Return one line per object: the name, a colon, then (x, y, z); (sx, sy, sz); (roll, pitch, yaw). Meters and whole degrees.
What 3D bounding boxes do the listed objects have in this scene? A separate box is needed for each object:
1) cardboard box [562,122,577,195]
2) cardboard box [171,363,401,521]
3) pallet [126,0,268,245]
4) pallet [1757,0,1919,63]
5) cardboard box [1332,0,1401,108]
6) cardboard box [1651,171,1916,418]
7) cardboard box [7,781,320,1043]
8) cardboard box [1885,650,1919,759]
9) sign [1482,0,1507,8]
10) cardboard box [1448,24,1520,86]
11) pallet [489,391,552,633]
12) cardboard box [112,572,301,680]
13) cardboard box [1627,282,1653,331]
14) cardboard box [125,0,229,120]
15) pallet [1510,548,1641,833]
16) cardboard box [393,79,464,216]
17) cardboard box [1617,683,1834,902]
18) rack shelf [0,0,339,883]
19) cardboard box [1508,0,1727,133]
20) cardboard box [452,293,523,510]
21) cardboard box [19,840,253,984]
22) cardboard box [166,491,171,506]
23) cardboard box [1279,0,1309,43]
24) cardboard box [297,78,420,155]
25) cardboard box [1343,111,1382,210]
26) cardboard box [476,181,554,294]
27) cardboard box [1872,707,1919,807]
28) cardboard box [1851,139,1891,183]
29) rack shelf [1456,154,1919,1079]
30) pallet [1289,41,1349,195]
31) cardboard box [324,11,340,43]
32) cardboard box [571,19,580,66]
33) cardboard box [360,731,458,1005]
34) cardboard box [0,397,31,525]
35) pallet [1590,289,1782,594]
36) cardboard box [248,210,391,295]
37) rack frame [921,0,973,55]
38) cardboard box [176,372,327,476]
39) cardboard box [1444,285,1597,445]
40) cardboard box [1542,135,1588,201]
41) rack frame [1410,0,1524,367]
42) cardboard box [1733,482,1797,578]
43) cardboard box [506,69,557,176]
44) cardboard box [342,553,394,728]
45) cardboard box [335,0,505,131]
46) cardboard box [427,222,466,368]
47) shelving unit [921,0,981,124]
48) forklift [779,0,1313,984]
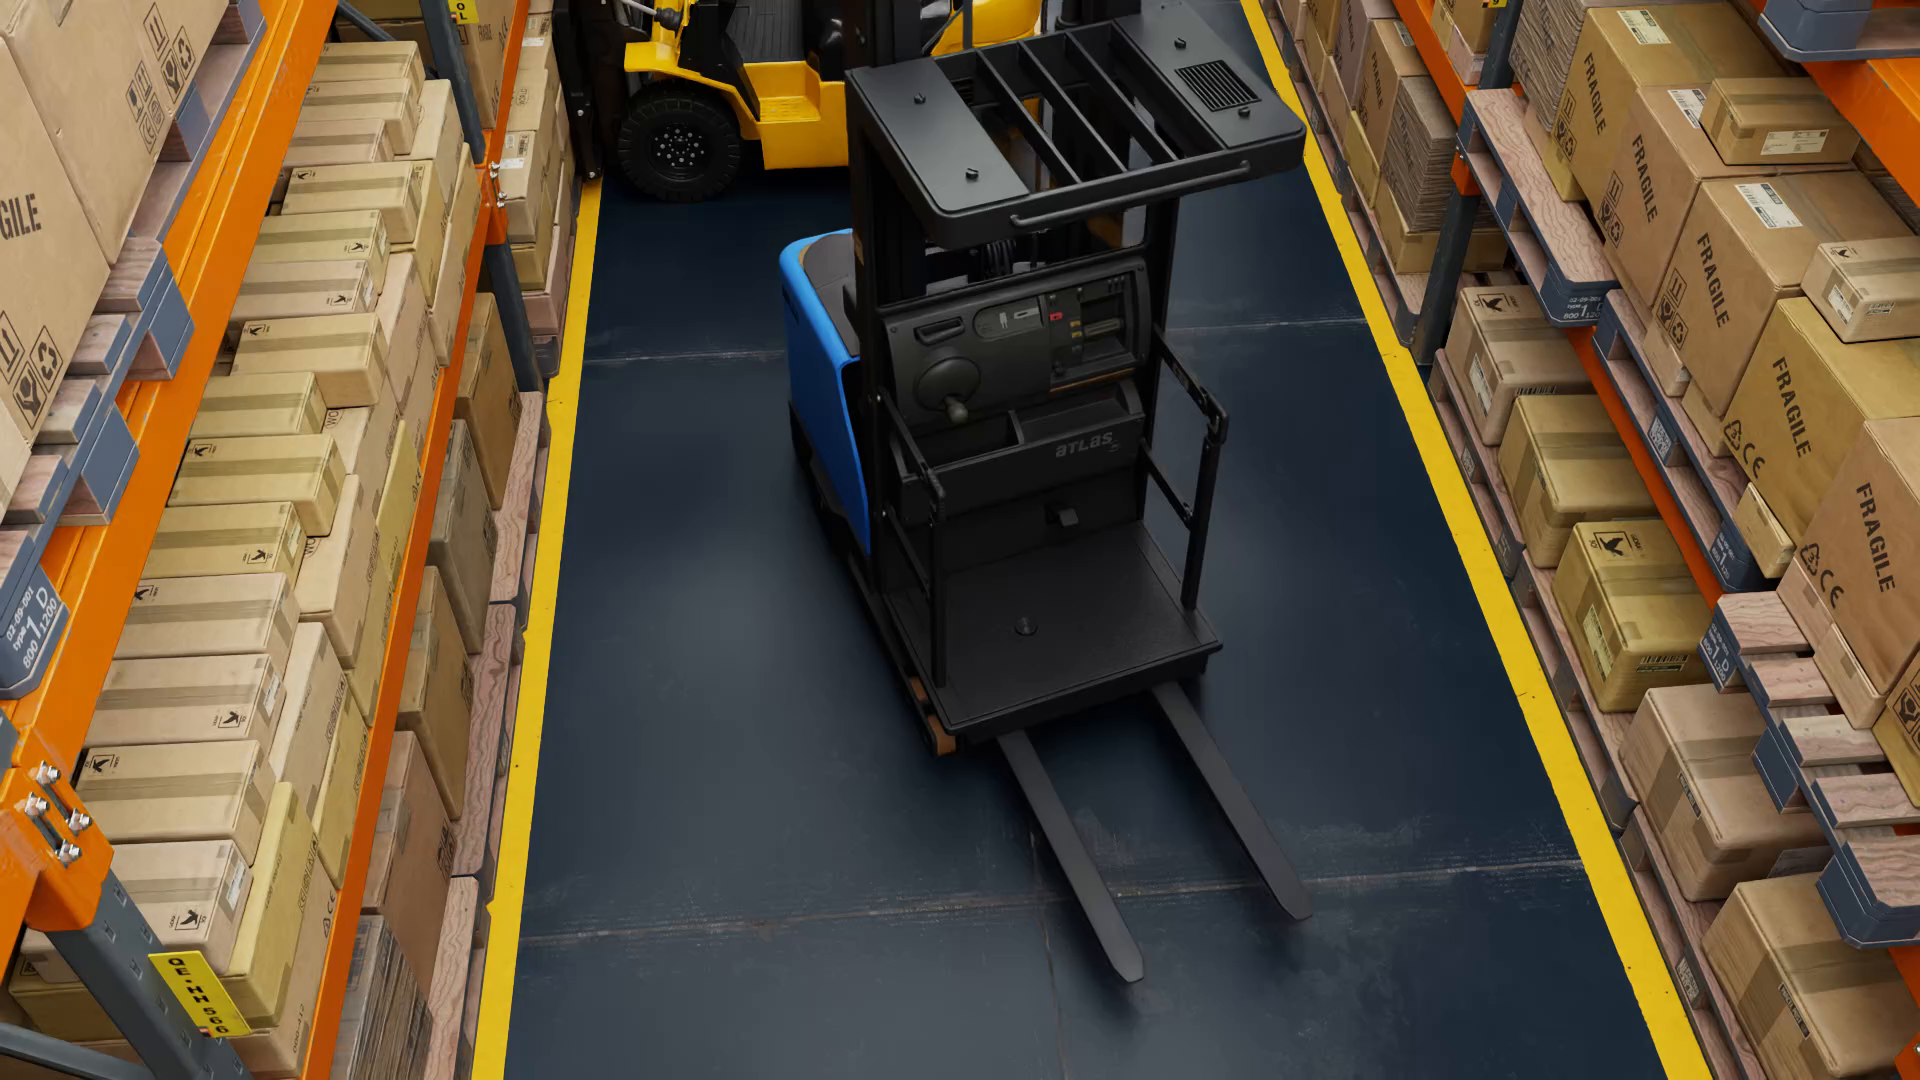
cardboard box: (-2.180, -1.902, 8.226); (0.500, 0.250, 0.500); (-3, 47, -3)
cardboard box: (-1.947, -0.268, 4.833); (0.500, 0.250, 0.500); (-3, 47, -3)
pallet: (-2.261, -0.963, 3.796); (1.003, 0.211, 1.213); (-2, 47, -1)
pallet: (2.628, -1.664, 4.460); (1.213, 0.211, 1.003); (-3, 47, -3)
cardboard box: (2.187, -2.506, 8.282); (0.500, 0.500, 0.500); (-1, 47, -1)
cardboard box: (2.470, -0.733, 4.951); (0.500, 0.500, 0.500); (-5, 47, -5)
cardboard box: (-1.787, 0.841, 3.783); (0.500, 0.250, 0.500); (-4, 47, -3)
cardboard box: (2.612, 0.401, 3.878); (0.500, 0.500, 0.500); (-5, 47, -4)
sign: (2.053, -2.159, 6.269); (0.100, 0.325, 0.005); (-3, 47, -3)
cardboard box: (2.262, -2.028, 6.914); (0.380, 0.149, 0.250); (-4, 47, -4)
pallet: (-2.253, -0.106, 6.842); (1.003, 0.211, 1.213); (-3, 47, -3)
cardboard box: (-1.857, 0.227, 4.090); (0.380, 0.149, 0.250); (-3, 47, -3)
cardboard box: (2.435, -0.790, 5.452); (0.380, 0.149, 0.250); (-3, 47, -3)
cardboard box: (-1.921, -1.222, 3.485); (0.500, 0.500, 0.500); (-2, 47, -2)
pallet: (2.765, 0.507, 6.261); (1.003, 0.211, 1.213); (-3, 47, -3)
cardboard box: (-2.057, -1.376, 5.883); (0.500, 0.250, 0.500); (-4, 47, -4)
cardboard box: (2.820, 0.810, 5.574); (0.950, 0.372, 0.625); (-4, 47, -4)
rack shelf: (-2.186, -0.933, 4.133); (1.077, 0.370, 4.000); (-3, 47, -3)
cardboard box: (2.346, -1.824, 5.986); (0.500, 0.500, 0.500); (-2, 47, -2)
cardboard box: (-2.298, -0.547, 6.685); (0.875, 0.625, 0.625); (-2, 47, -2)
cardboard box: (-1.752, 0.792, 3.554); (0.380, 0.149, 0.250); (-2, 47, -2)
cardboard box: (-2.451, -0.227, 4.794); (0.500, 0.250, 0.500); (-4, 47, -4)
cardboard box: (2.085, -3.023, 9.288); (0.500, 0.250, 0.500); (-2, 47, -2)
cardboard box: (-2.064, -1.434, 5.663); (0.380, 0.149, 0.250); (-4, 47, -4)
cardboard box: (2.221, -1.895, 8.220); (0.500, 0.250, 0.500); (-5, 47, -4)
cardboard box: (-2.086, -1.335, 7.345); (0.500, 0.250, 0.500); (-4, 47, -3)
cardboard box: (2.571, 0.524, 4.209); (0.380, 0.149, 0.250); (-3, 47, -3)
cardboard box: (2.940, -1.128, 5.326); (0.500, 0.500, 0.500); (-2, 47, -2)
rack shelf: (2.760, -0.206, 5.511); (1.077, 0.370, 4.000); (-3, 47, -3)
pallet: (2.396, -2.310, 8.929); (1.003, 0.211, 1.213); (-3, 47, -3)
cardboard box: (-2.660, -1.939, 6.588); (0.500, 0.500, 0.500); (-4, 47, -4)
cardboard box: (-2.202, -2.429, 8.382); (0.500, 0.250, 0.500); (-4, 47, -3)
cardboard box: (-2.120, 1.046, 5.176); (0.875, 0.625, 0.625); (-2, 47, -2)
cardboard box: (-1.745, -0.102, 2.654); (0.380, 0.166, 0.250); (-4, 47, -3)
pallet: (2.721, -0.370, 5.303); (1.003, 0.211, 1.213); (-3, 47, -3)
cardboard box: (-1.982, -0.878, 5.136); (0.380, 0.149, 0.250); (-4, 47, -4)
rack frame: (-0.194, -1.968, 7.718); (0.500, 1.500, 0.032); (-1, 47, -1)
cardboard box: (-1.988, -0.323, 4.611); (0.380, 0.149, 0.250); (-3, 47, -3)
cardboard box: (2.639, -0.762, 7.062); (0.950, 0.372, 0.625); (-3, 47, -3)
cardboard box: (2.336, -1.358, 5.990); (0.380, 0.149, 0.250); (-3, 47, -2)
rack frame: (2.593, -1.900, 6.620); (1.000, 3.000, 0.127); (-3, 47, -3)
cardboard box: (2.455, -0.037, 4.739); (0.380, 0.149, 0.250); (-3, 47, -3)
cardboard box: (-2.114, -1.878, 7.515); (0.500, 0.250, 0.500); (-3, 47, -3)
cardboard box: (-1.899, 0.278, 4.661); (0.500, 0.250, 0.500); (-5, 47, -5)
cardboard box: (-2.130, -1.967, 6.615); (0.500, 0.500, 0.500); (-5, 47, -4)
cardboard box: (-2.003, -0.832, 5.712); (0.500, 0.250, 0.500); (-4, 47, -4)
shelving unit: (-0.181, -1.593, 7.362); (0.587, 1.500, 1.083); (-1, 47, -1)
forklift: (0.286, -0.564, 5.402); (1.130, 2.935, 3.031); (-16, 49, -15)
